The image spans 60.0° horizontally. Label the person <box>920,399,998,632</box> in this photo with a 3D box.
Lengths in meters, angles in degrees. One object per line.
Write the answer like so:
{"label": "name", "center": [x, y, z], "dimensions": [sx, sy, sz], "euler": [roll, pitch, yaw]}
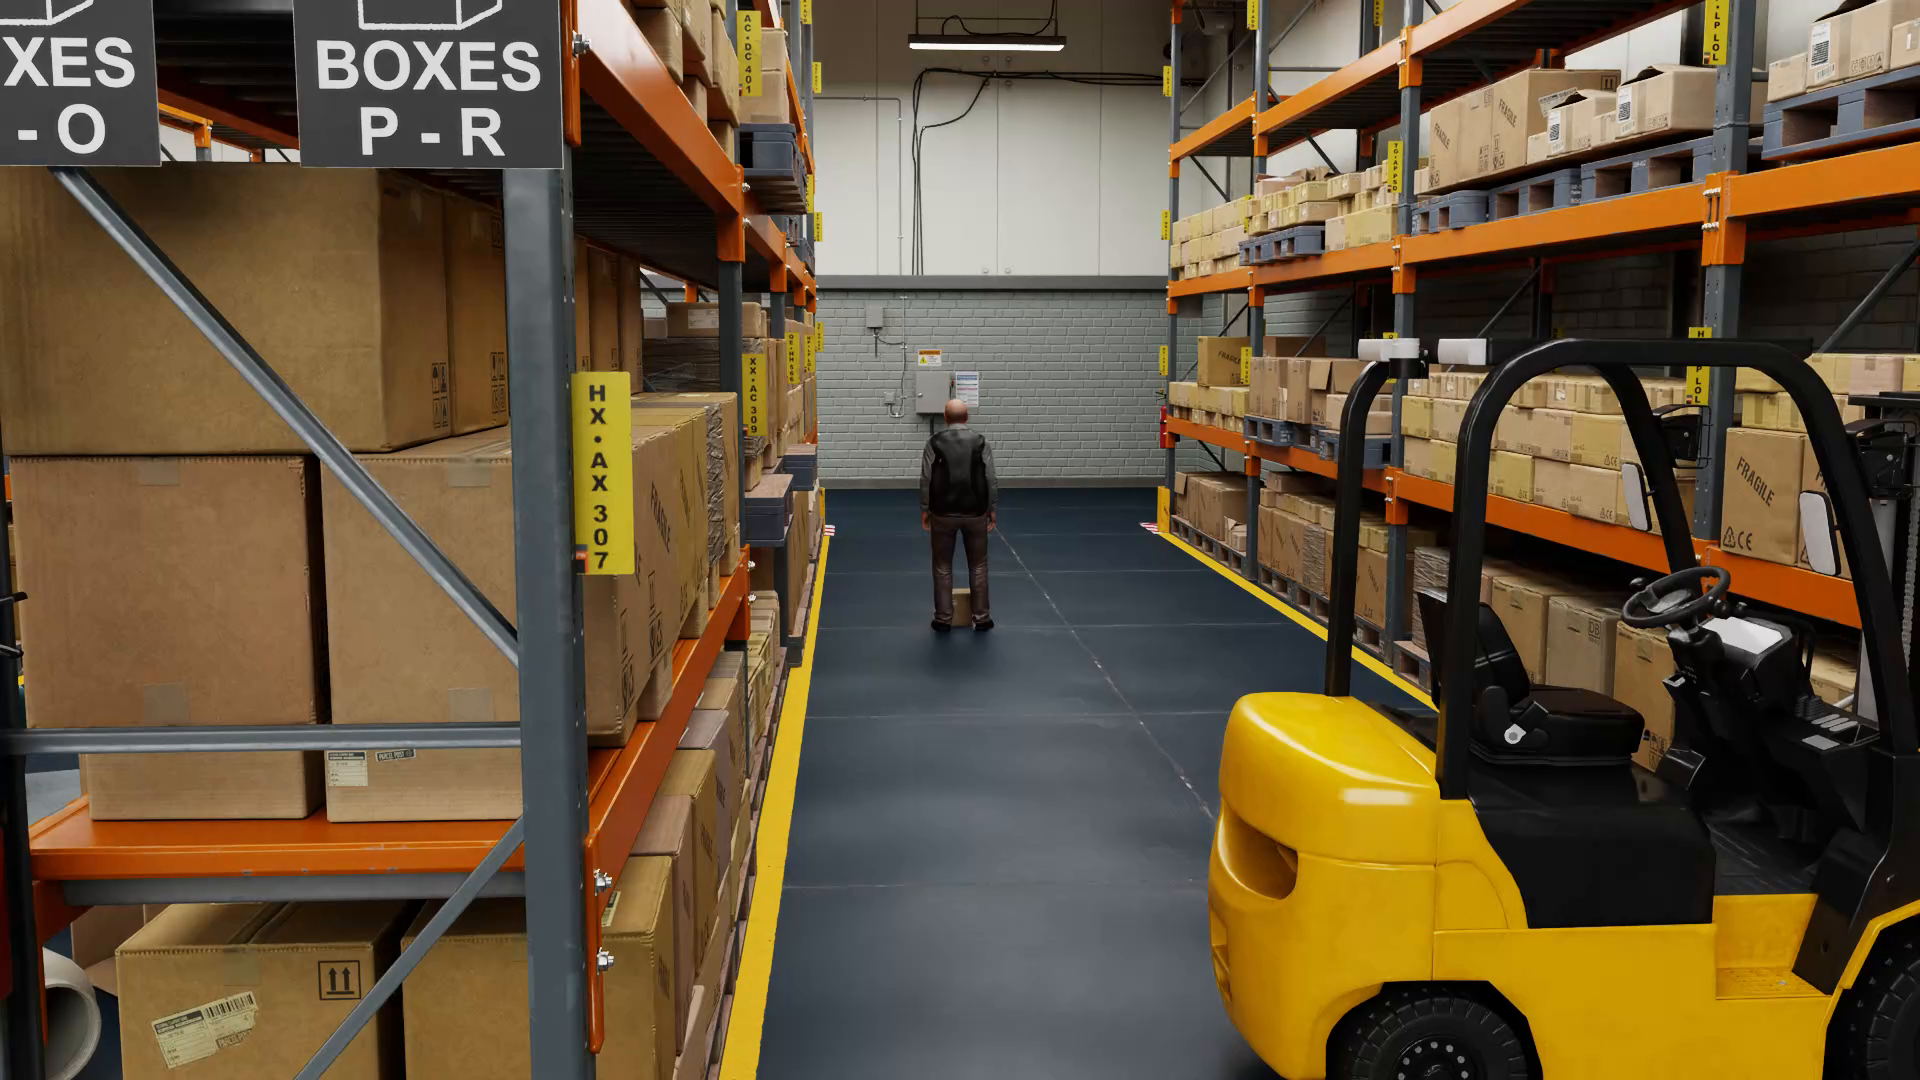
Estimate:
{"label": "person", "center": [-0.009, -0.183, 12.372], "dimensions": [0.581, 1.721, 0.420], "euler": [0, 7, -3]}
